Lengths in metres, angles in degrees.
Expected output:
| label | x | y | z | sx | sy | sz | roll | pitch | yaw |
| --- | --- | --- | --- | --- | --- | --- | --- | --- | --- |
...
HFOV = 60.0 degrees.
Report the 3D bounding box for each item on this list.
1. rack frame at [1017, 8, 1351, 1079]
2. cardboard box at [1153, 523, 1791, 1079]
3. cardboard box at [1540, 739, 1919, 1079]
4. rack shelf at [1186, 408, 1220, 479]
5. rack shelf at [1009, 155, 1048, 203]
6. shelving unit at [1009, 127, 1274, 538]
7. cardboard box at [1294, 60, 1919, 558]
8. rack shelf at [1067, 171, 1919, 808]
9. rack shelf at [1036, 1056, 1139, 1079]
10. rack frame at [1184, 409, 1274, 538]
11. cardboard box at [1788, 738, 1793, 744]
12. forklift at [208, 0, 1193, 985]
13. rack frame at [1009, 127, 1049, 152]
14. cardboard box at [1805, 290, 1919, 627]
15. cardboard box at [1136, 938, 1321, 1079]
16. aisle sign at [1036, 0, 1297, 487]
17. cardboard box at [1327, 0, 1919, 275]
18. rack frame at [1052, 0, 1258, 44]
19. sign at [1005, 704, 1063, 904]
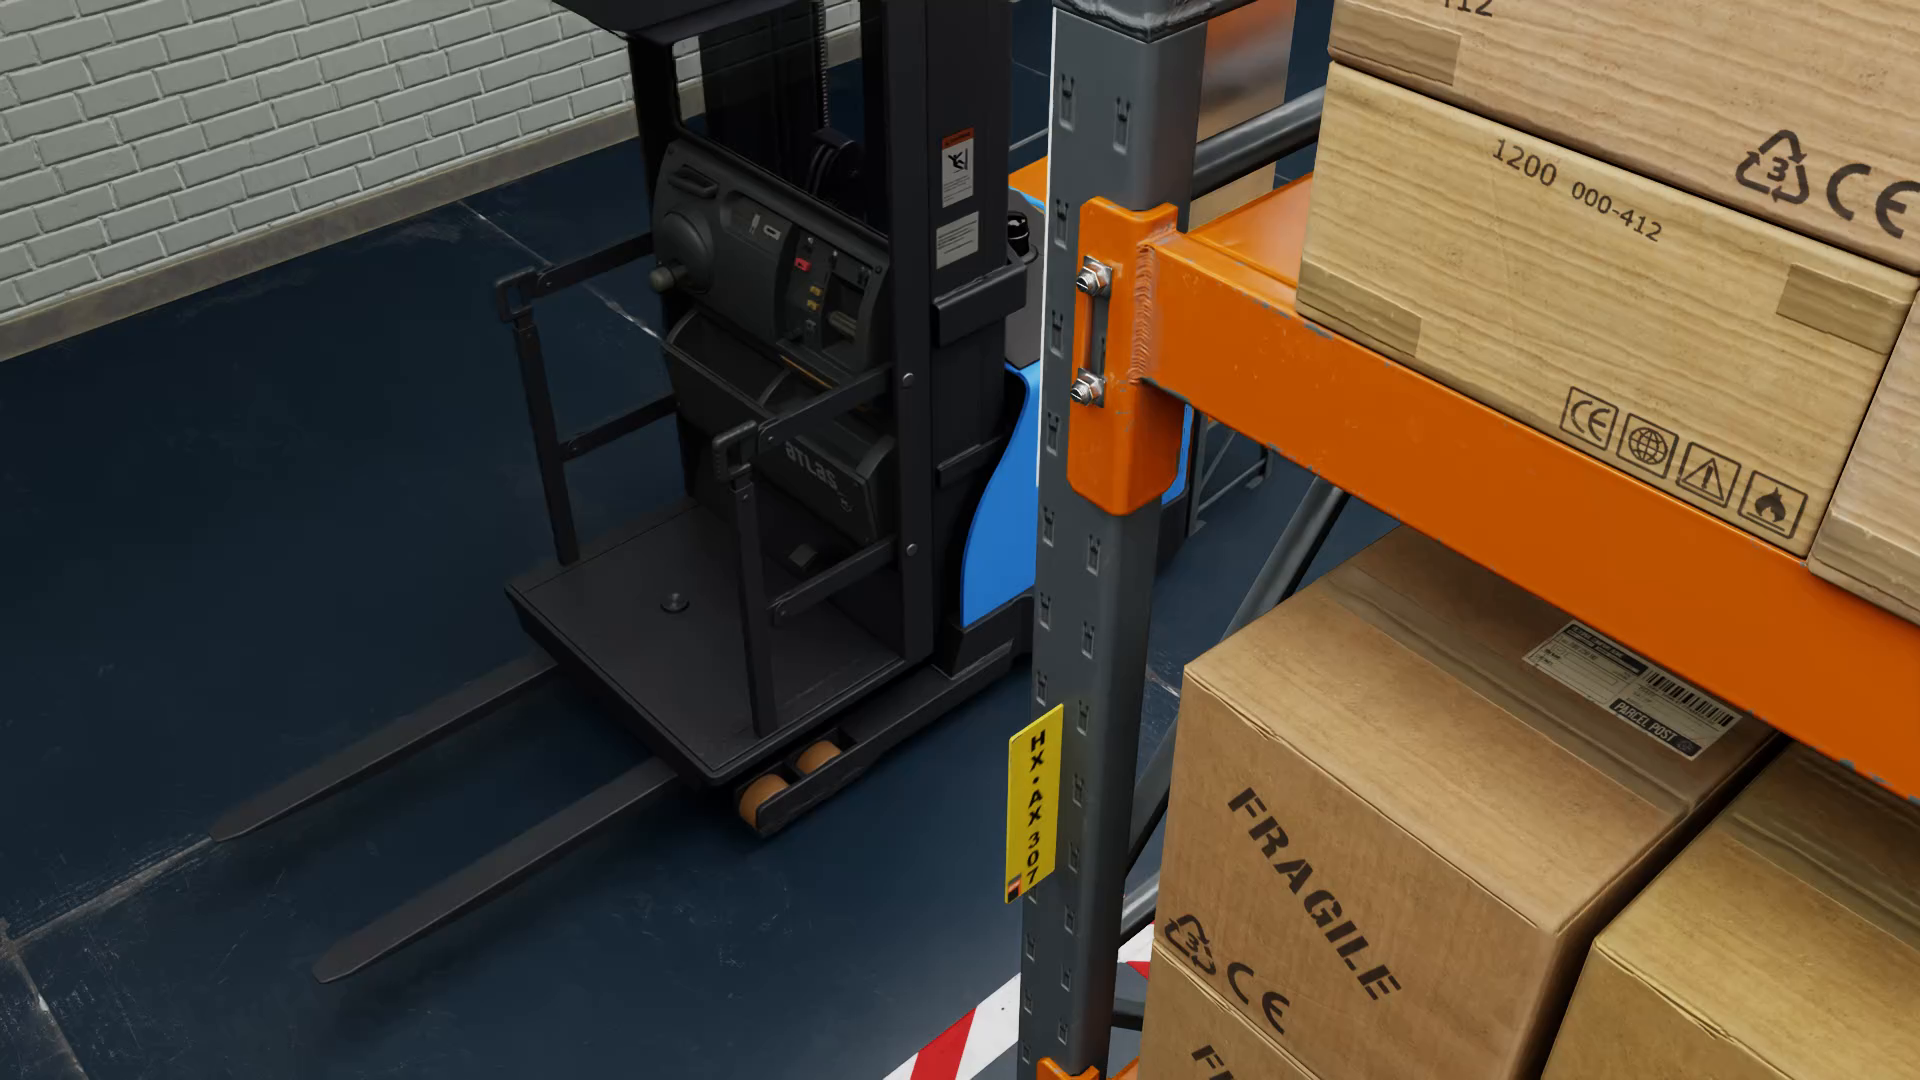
| label | x | y | z | sx | sy | sz | roll | pitch | yaw |
| --- | --- | --- | --- | --- | --- | --- | --- | --- | --- |
| rack frame | 0.500 | 0.464 | 2.788 | 1.000 | 3.000 | 0.127 | -30 | 48 | -32 |
| cardboard box | 0.606 | 0.353 | 2.050 | 0.500 | 0.500 | 0.500 | -28 | 47 | -31 |
| cardboard box | 0.965 | 0.592 | 1.754 | 0.500 | 0.500 | 0.500 | -29 | 47 | -31 |
| rack shelf | 0.576 | -0.591 | 5.976 | 1.000 | 0.278 | 0.538 | 30 | 48 | 32 |
| rack shelf | 0.576 | -1.009 | 5.639 | 1.000 | 0.278 | 0.538 | 30 | 48 | 32 |
| shelving unit | 0.576 | -0.782 | 5.822 | 1.048 | 1.125 | 0.538 | 30 | 48 | 32 |
| cardboard box | 0.661 | -0.299 | 1.465 | 0.500 | 0.250 | 0.500 | -30 | 48 | -32 |
| rack shelf | 1.853 | 0.502 | 0.926 | 1.077 | 0.370 | 4.000 | -30 | 48 | -32 |
| rack shelf | 1.853 | 1.669 | 1.868 | 1.077 | 0.370 | 4.000 | -30 | 48 | -32 |
| rack frame | 0.948 | -0.564 | 5.553 | 0.032 | 1.125 | 0.500 | 30 | 48 | 32 |
| cardboard box | 1.004 | 0.125 | 2.333 | 0.500 | 0.500 | 0.500 | -30 | 48 | -32 |
| forklift | -0.669 | -0.681 | 4.260 | 3.031 | 2.935 | 1.130 | -30 | 48 | -32 |
| rack frame | 0.204 | -0.999 | 6.092 | 0.032 | 1.125 | 0.500 | 30 | 48 | 32 |
| cardboard box | 0.989 | -0.062 | 1.172 | 0.500 | 0.250 | 0.500 | -30 | 48 | -32 |
| cardboard box | 0.606 | 0.742 | 2.364 | 0.500 | 0.500 | 0.500 | -29 | 47 | -31 |
| aisle sign | 0.238 | -0.454 | 1.856 | 0.394 | 0.787 | 0.004 | -30 | 48 | -32 |
| cardboard box | 0.656 | -0.491 | 1.305 | 0.500 | 0.250 | 0.500 | -30 | 48 | -32 |
| rack frame | 0.500 | -1.870 | 0.904 | 1.000 | 3.000 | 0.127 | -30 | 48 | -32 |
| sign | 0.101 | 0.358 | 2.231 | 0.100 | 0.325 | 0.005 | -30 | 48 | -32 |
